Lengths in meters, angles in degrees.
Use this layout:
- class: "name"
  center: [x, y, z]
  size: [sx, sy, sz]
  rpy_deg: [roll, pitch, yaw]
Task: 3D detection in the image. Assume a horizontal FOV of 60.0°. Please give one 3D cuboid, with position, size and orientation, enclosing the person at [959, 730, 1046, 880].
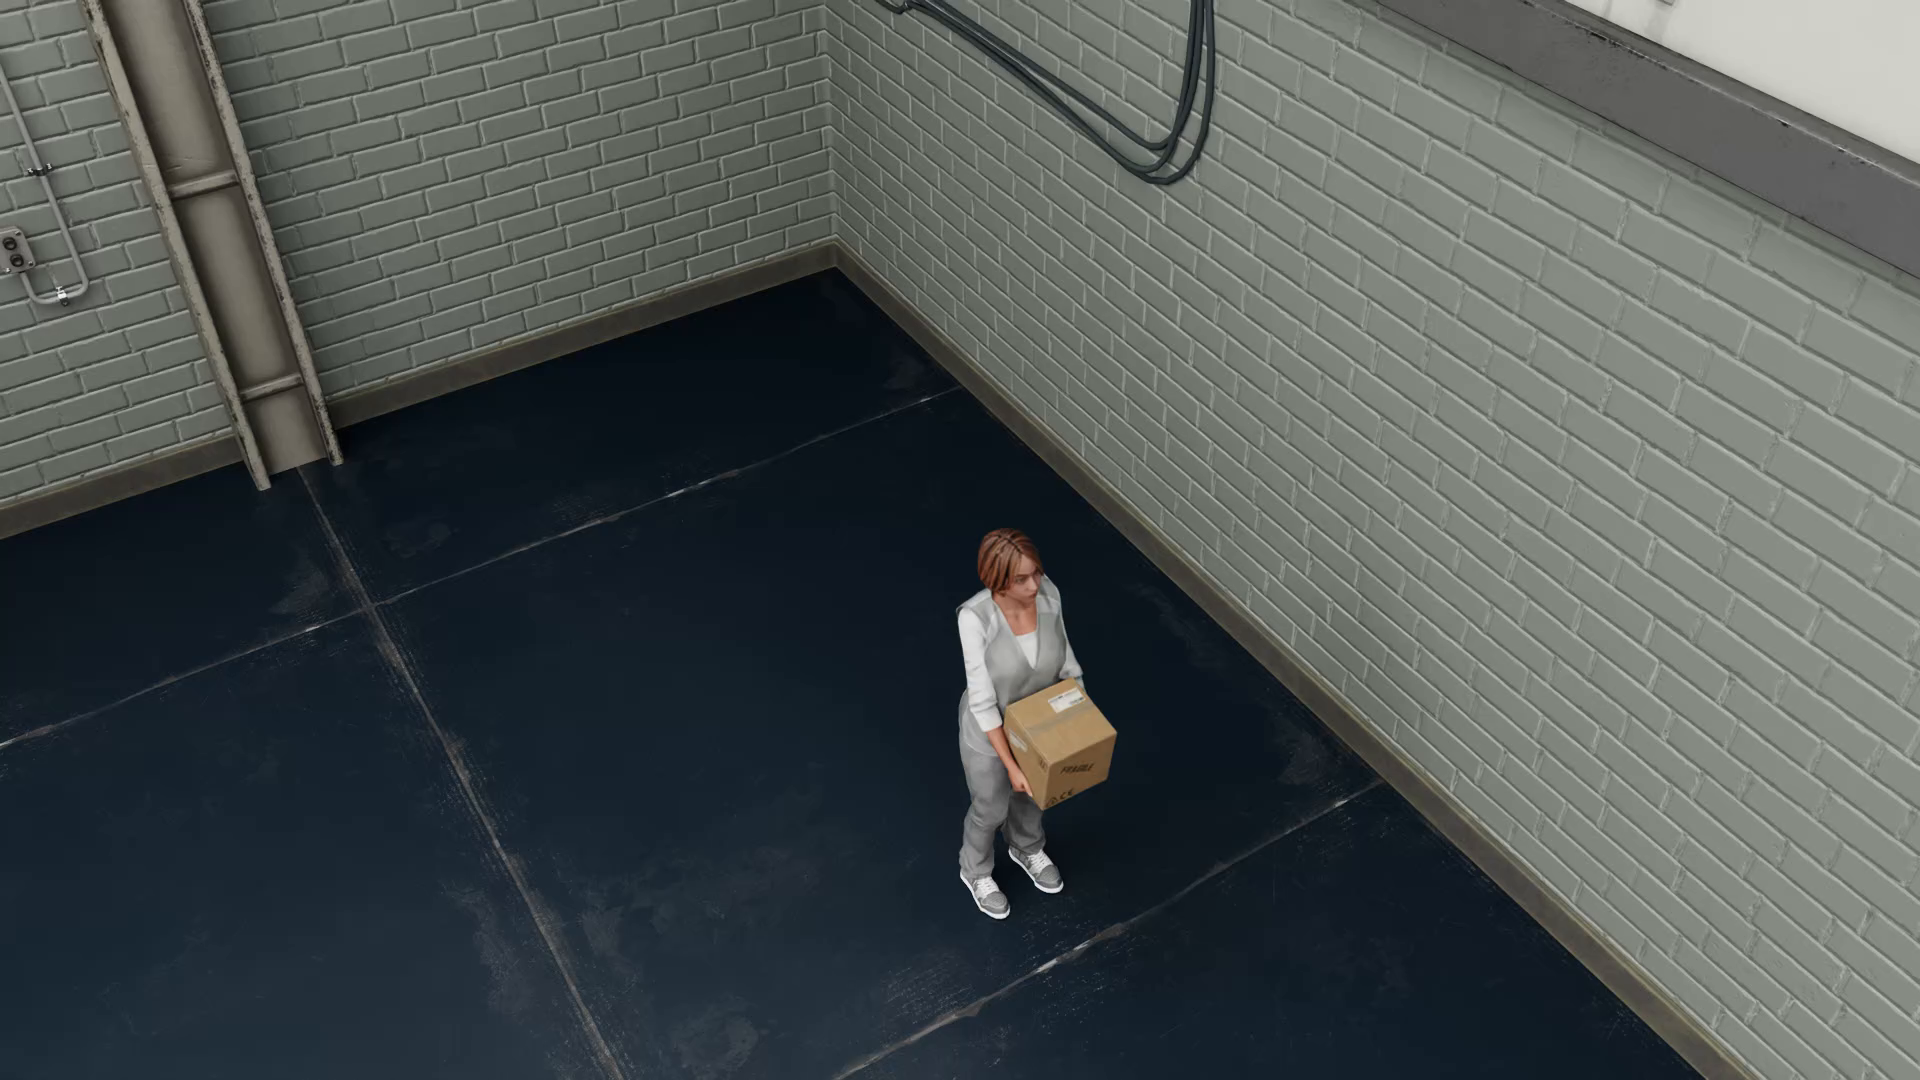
- class: "person"
  center: [0.163, 0.838, 5.678]
  size: [0.354, 0.851, 0.248]
  rpy_deg: [-22, 46, -23]
